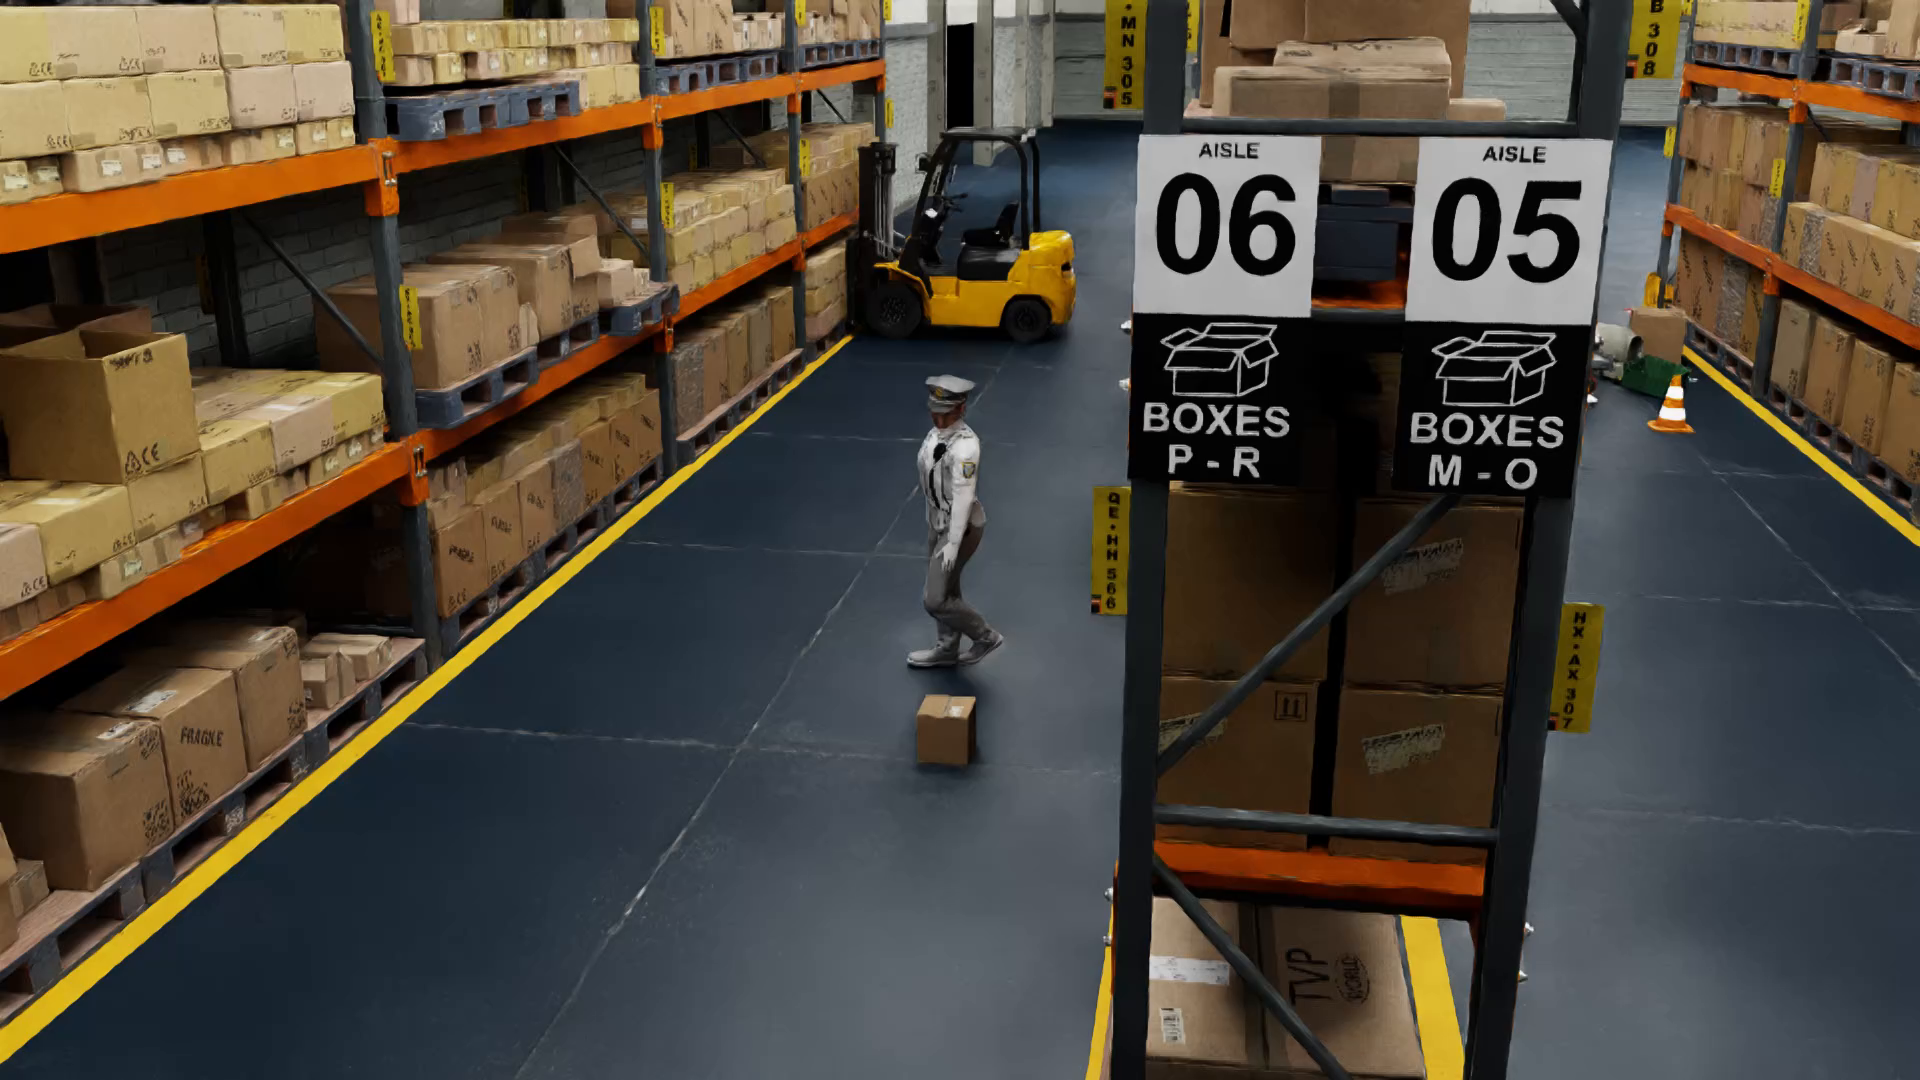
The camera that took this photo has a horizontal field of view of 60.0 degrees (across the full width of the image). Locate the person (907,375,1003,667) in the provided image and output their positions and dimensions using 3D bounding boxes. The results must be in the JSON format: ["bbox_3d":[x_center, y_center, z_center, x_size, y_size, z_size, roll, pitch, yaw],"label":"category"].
[{"bbox_3d":[-0.027,-0.058,8.701,0.431,1.652,0.554,-6,19,-17],"label":"person"}]
